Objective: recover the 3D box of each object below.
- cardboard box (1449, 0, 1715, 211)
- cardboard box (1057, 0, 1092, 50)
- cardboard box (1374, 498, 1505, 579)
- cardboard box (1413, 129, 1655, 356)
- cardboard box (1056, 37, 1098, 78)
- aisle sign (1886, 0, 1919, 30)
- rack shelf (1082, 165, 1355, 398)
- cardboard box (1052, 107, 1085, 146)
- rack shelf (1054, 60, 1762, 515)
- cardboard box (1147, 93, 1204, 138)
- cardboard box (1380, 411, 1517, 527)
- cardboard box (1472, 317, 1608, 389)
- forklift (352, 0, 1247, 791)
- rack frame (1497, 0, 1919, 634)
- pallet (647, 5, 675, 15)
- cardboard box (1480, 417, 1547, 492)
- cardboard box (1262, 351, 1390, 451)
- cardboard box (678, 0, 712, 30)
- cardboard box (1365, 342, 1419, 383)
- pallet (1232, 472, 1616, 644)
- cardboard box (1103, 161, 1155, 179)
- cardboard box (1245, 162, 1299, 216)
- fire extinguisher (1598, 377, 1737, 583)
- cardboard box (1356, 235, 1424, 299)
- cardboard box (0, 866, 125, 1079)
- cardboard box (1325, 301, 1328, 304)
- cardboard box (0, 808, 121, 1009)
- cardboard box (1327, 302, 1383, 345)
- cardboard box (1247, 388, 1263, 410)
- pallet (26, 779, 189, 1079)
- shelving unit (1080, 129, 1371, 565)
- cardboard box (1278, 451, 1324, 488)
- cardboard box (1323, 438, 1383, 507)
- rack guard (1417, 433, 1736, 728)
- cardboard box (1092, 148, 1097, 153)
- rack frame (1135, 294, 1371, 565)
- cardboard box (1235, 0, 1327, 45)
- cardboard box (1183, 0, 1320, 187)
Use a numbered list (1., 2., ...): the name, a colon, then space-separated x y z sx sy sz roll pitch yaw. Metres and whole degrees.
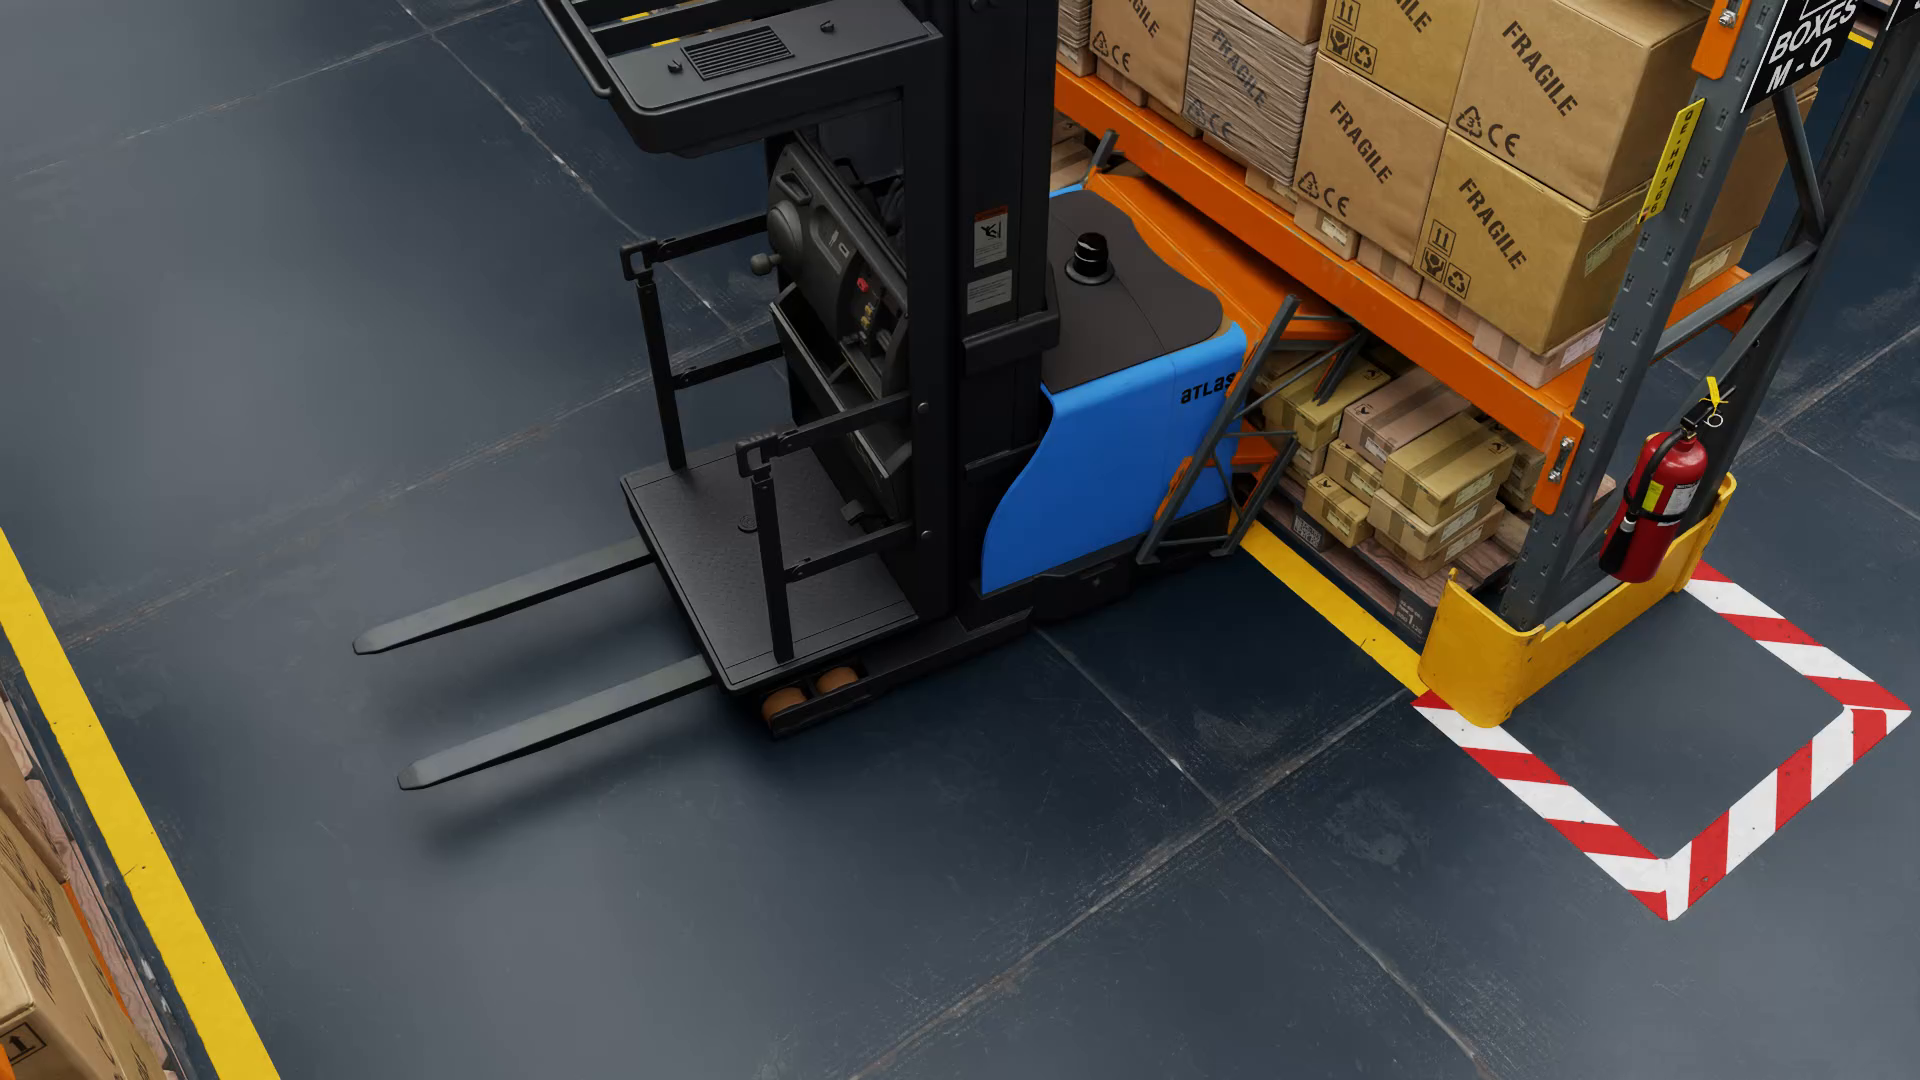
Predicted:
1. cardboard box: 1.716 -1.292 4.453 0.500 0.500 0.500 -30 55 -25
2. cardboard box: 0.450 -2.150 5.906 0.500 0.500 0.500 -31 55 -25
3. cardboard box: 1.706 -0.065 5.925 0.380 0.149 0.250 -29 54 -23
4. cardboard box: 1.714 -0.947 4.816 0.500 0.500 0.500 -28 54 -23
5. cardboard box: 0.516 -1.870 6.090 0.380 0.149 0.250 -27 53 -22
6. aisle sign: 2.474 -1.629 3.947 0.394 0.787 0.004 -29 54 -24
7. rack shelf: 0.875 -0.916 5.853 0.538 0.278 1.000 -5 44 -40
8. cardboard box: 0.301 -1.651 6.961 0.380 0.149 0.250 -31 55 -25
9. rack shelf: 0.980 -1.602 6.163 1.077 0.370 4.000 -29 54 -24
10. cardboard box: 0.885 -1.593 5.840 0.380 0.149 0.250 -29 54 -23
11. cardboard box: 1.669 -0.246 5.688 0.380 0.149 0.250 -29 54 -24
12. cardboard box: 1.769 -0.645 4.980 0.380 0.149 0.250 -29 54 -24
13. forklift: -0.559 -0.775 4.974 3.031 2.935 1.130 -21 51 -18
14. rack frame: 2.191 -0.664 4.828 1.000 3.000 0.127 -29 54 -24
15. pallet: -1.446 -3.264 9.067 1.003 0.211 1.213 -29 54 -24
16. cardboard box: 2.078 -0.372 6.002 0.380 0.149 0.250 -27 53 -23
17. cardboard box: 1.304 -0.516 5.932 0.380 0.149 0.250 -31 55 -25
18. cardboard box: -1.190 -2.950 8.304 0.500 0.500 0.500 -31 55 -25
19. cardboard box: 1.739 -0.663 6.267 0.380 0.149 0.250 -29 54 -24
20. pallet: 1.681 -0.267 6.350 1.003 0.211 1.213 -29 54 -24
21. cardboard box: 0.621 -1.340 6.680 0.380 0.149 0.250 -32 55 -25
22. cardboard box: 1.175 -1.258 5.536 0.380 0.149 0.250 -32 55 -25
23. fire extinguisher: 1.976 -0.157 4.672 0.296 0.674 0.183 -29 54 -24
24. cardboard box: 1.484 -0.950 5.256 0.380 0.149 0.250 -30 54 -24
25. cardboard box: -1.751 0.836 2.725 0.500 0.500 0.500 -31 55 -25
26. cardboard box: 1.433 -0.977 6.551 0.380 0.149 0.250 -32 55 -26
27. cardboard box: -2.078 0.885 3.356 0.500 0.500 0.500 -30 54 -24
28. cardboard box: 1.615 -0.933 6.310 0.380 0.149 0.250 -32 55 -26
29. cardboard box: 1.247 -0.641 6.247 0.380 0.149 0.250 -30 54 -24
30. pallet: -2.968 1.397 4.841 1.003 0.211 1.213 -29 54 -24
31. shelving unit: 0.764 -0.695 6.010 0.538 1.125 1.048 -5 44 -40
32. cardboard box: 1.379 -0.365 6.197 0.380 0.149 0.250 -30 54 -24
33. cardboard box: 1.529 -0.309 5.946 0.380 0.149 0.250 -31 55 -25
34. rack guard: 2.145 0.130 5.794 1.175 0.500 0.348 -29 54 -24
35. cardboard box: 0.637 -1.767 7.267 0.380 0.149 0.250 -29 54 -24
36. rack frame: 1.026 -0.363 5.728 0.500 1.125 0.032 -5 44 -40
37. cardboard box: 1.087 -1.893 4.998 0.500 0.500 0.500 -27 53 -22
38. cardboard box: 1.092 -1.548 5.360 0.500 0.500 0.500 -29 54 -24
